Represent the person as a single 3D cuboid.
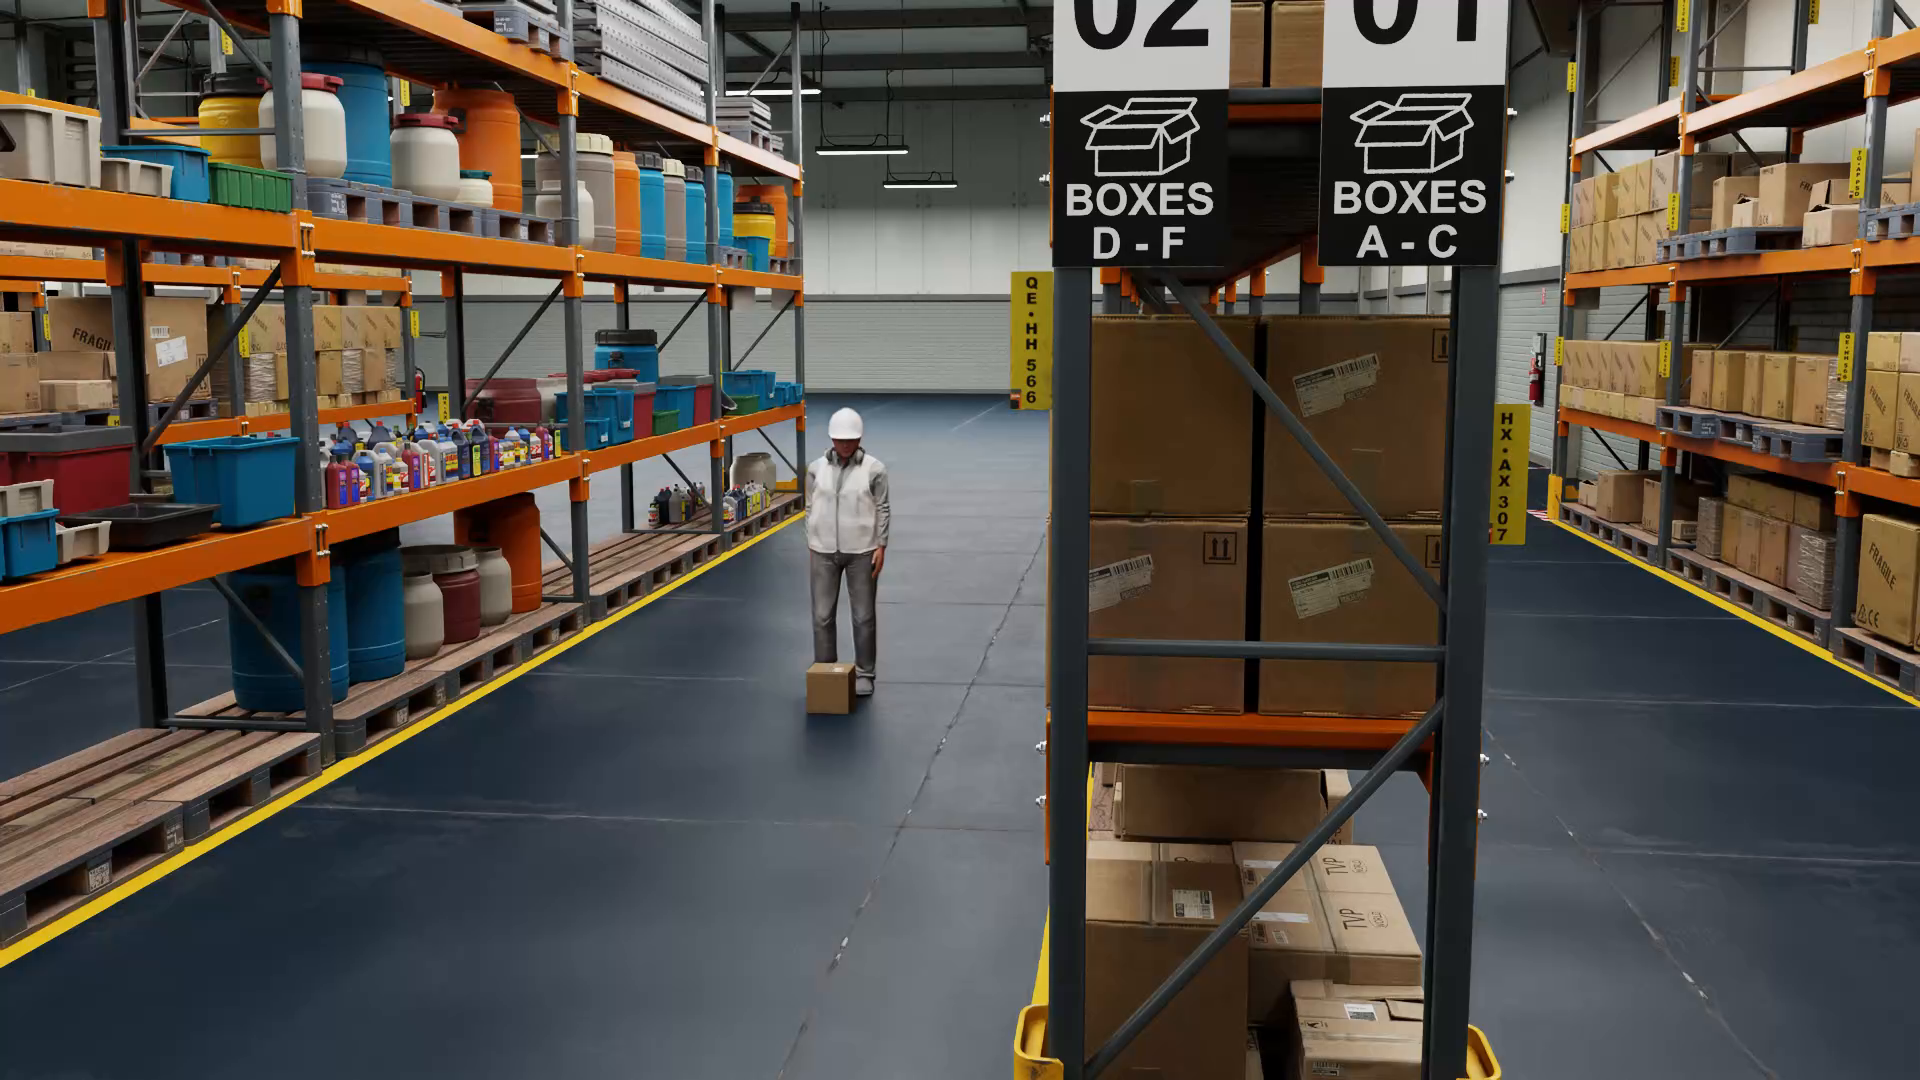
[{"bbox_3d":[-0.691,0.069,10.214,0.534,1.763,0.357,1,8,7],"label":"person"}]
